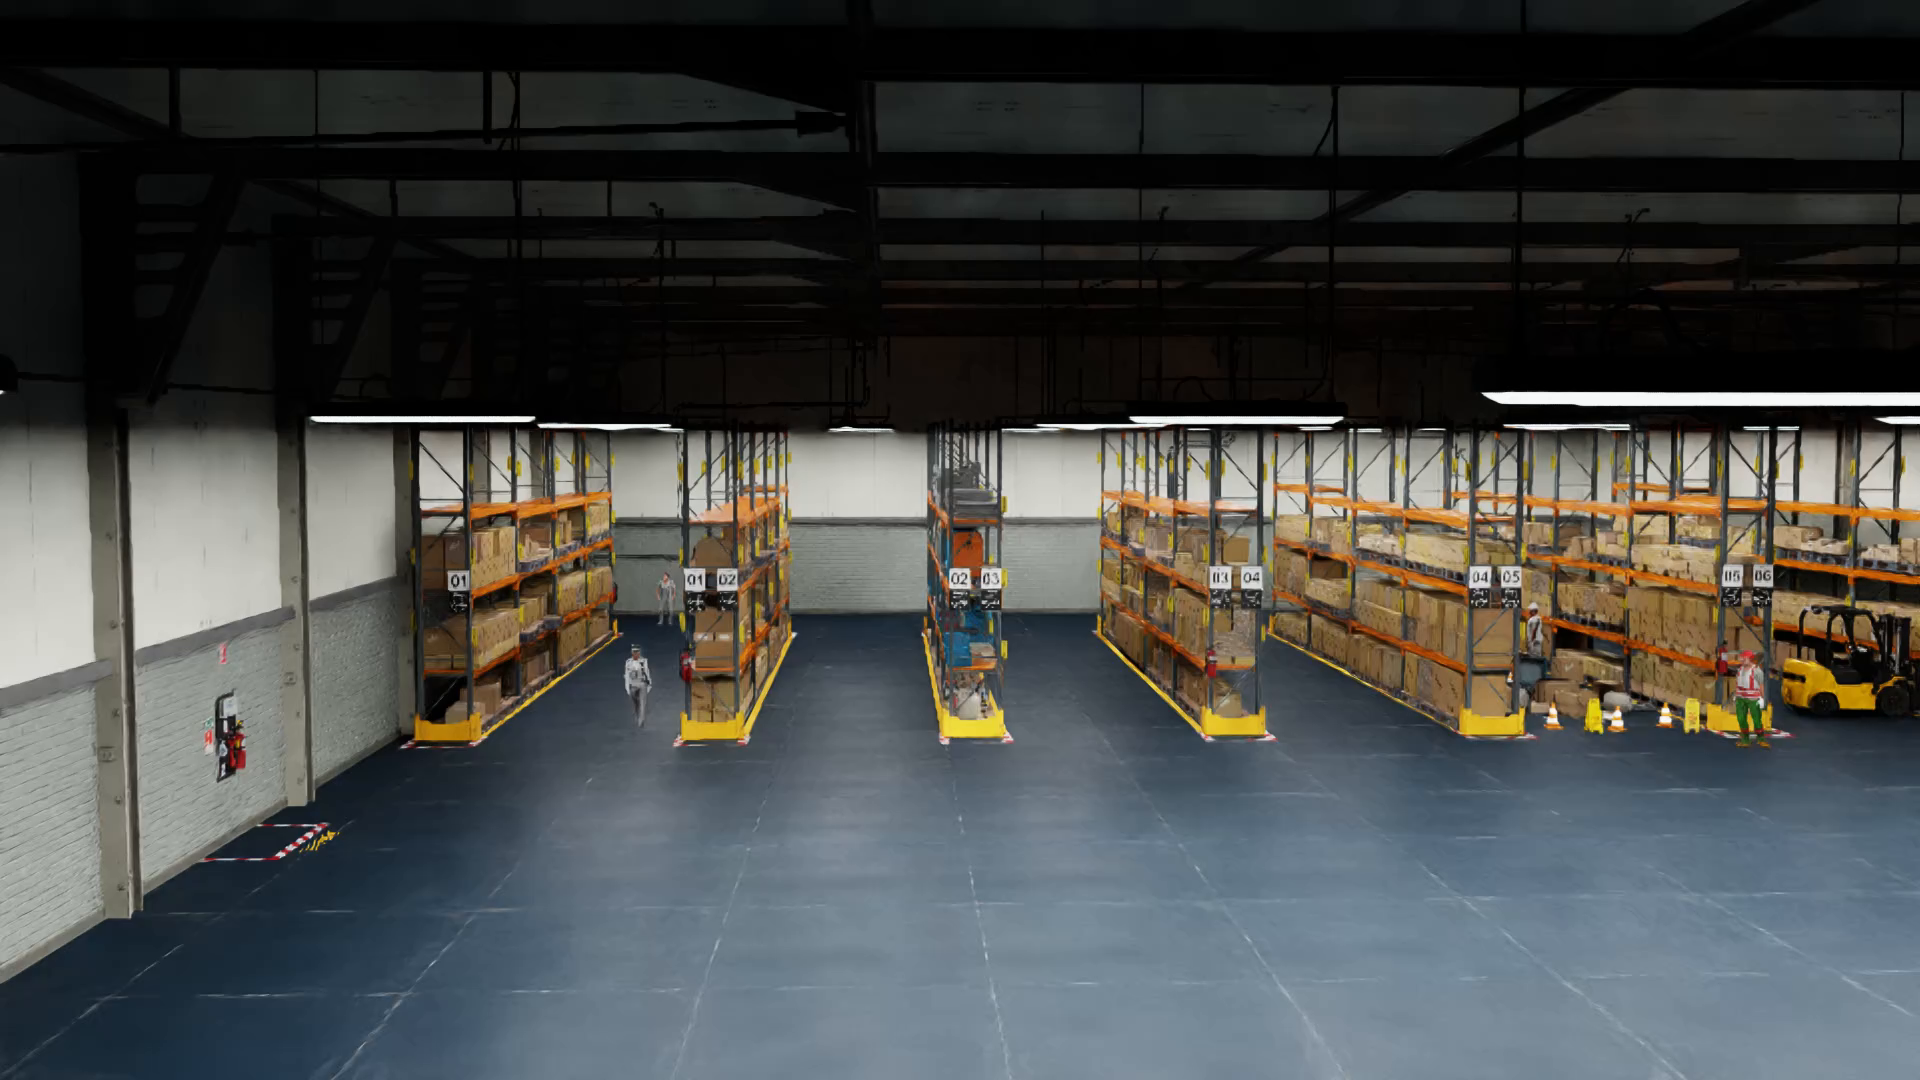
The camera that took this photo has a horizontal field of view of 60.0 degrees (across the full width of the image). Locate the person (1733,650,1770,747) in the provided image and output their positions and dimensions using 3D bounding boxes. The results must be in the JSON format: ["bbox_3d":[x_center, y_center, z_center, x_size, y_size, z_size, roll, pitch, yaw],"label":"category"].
[{"bbox_3d":[14.468,2.894,30.426,0.542,1.782,0.643,-2,4,-30],"label":"person"}]

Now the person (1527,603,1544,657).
[{"bbox_3d":[13.288,2.347,38.591,0.584,1.778,0.665,1,4,20],"label":"person"}]

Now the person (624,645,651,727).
[{"bbox_3d":[-6.314,2.821,32.500,0.496,1.584,1.071,0,4,0],"label":"person"}]

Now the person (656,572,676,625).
[{"bbox_3d":[-8.781,1.743,49.660,0.580,1.618,0.507,0,4,-4],"label":"person"}]
